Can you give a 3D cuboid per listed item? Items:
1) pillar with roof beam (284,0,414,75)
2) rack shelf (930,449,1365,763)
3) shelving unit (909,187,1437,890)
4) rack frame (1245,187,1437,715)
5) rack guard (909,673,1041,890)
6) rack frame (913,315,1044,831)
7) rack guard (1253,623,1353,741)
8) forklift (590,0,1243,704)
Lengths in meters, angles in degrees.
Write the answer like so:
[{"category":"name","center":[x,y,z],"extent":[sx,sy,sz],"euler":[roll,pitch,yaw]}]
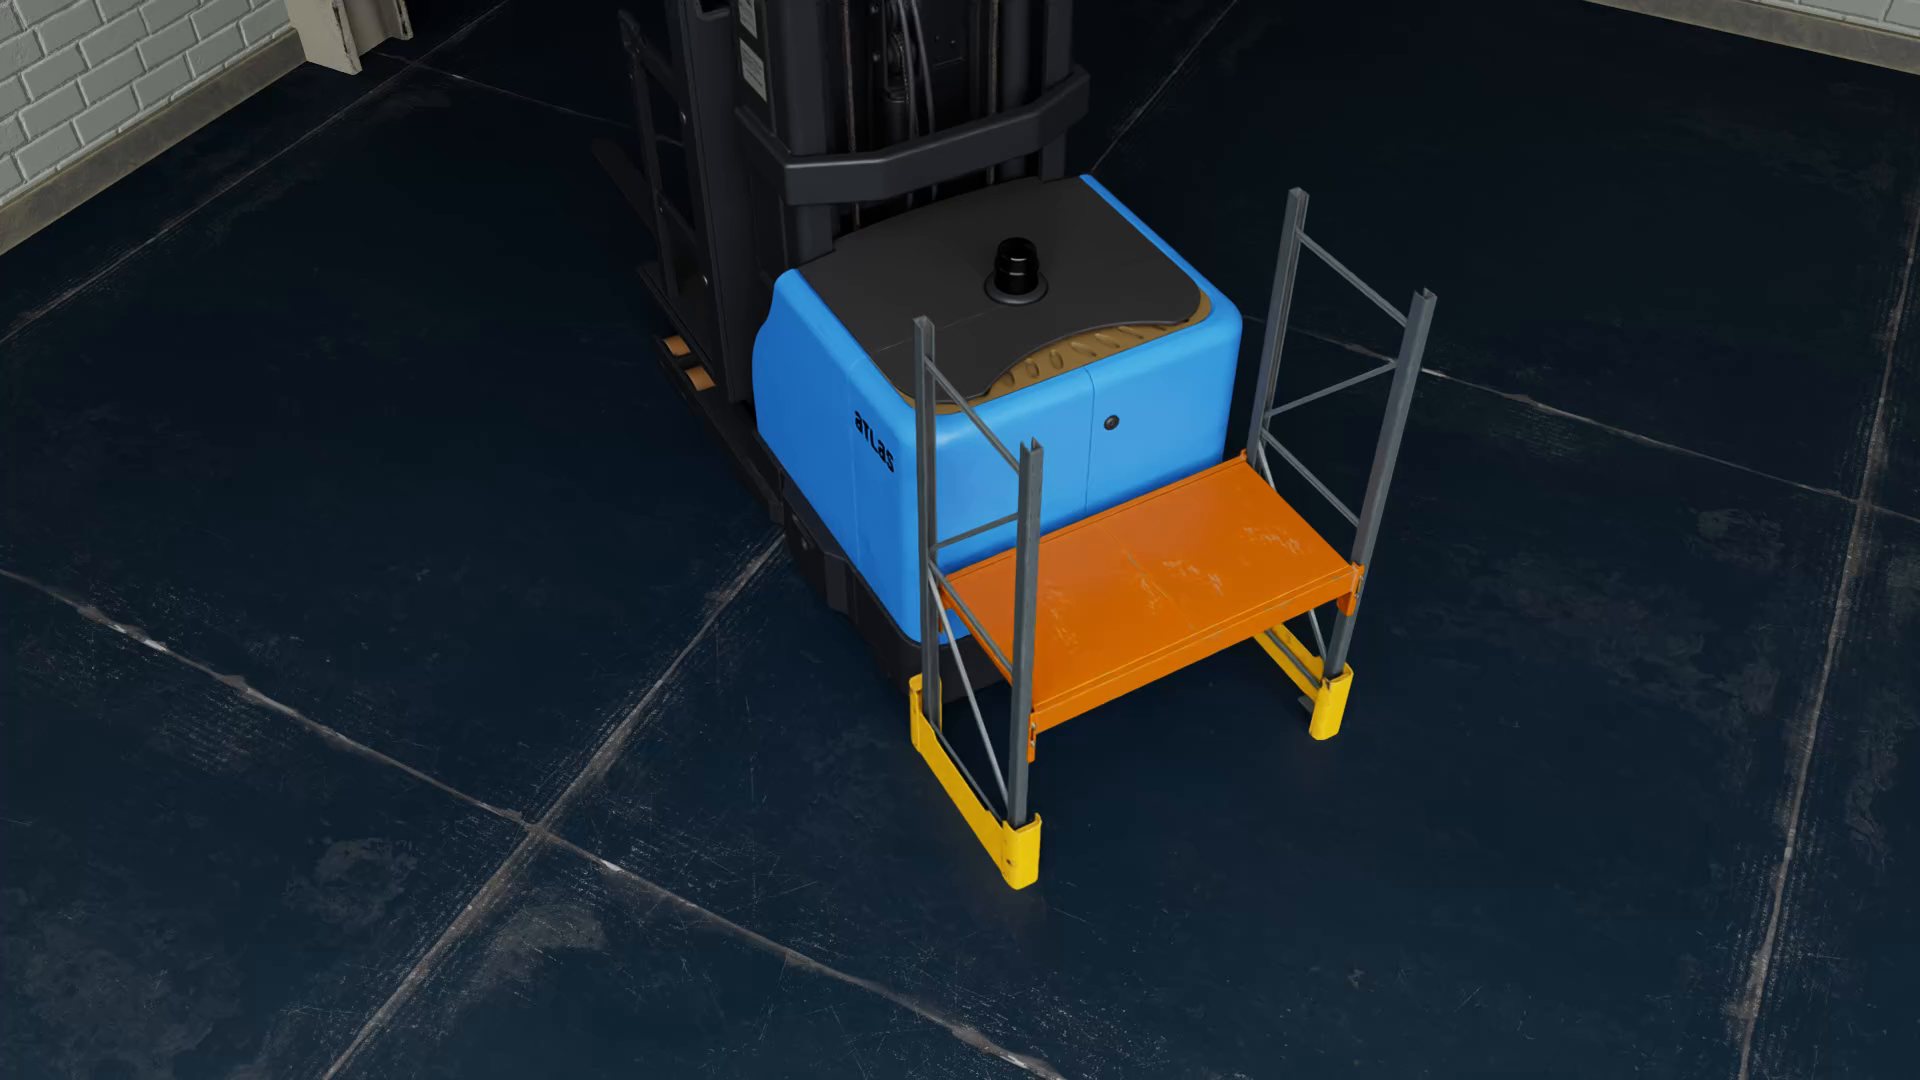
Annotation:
[{"category":"pillar with roof beam","center":[1.126,-3.946,2.823],"extent":[9.100,9.000,0.400],"euler":[20,49,19]},{"category":"rack shelf","center":[0.476,0.145,4.305],"extent":[1.000,0.185,0.538],"euler":[-22,49,-20]},{"category":"shelving unit","center":[0.468,0.022,4.174],"extent":[1.083,1.500,0.587],"euler":[-22,49,-20]},{"category":"rack frame","center":[0.919,-0.158,4.352],"extent":[0.032,1.500,0.500],"euler":[-22,49,-20]},{"category":"rack guard","center":[0.034,0.635,4.447],"extent":[0.087,0.250,0.587],"euler":[-22,49,-20]},{"category":"rack frame","center":[0.033,0.196,4.002],"extent":[0.032,1.500,0.500],"euler":[-22,49,-20]},{"category":"rack guard","center":[0.902,0.288,4.790],"extent":[0.087,0.250,0.587],"euler":[-22,49,-20]},{"category":"forklift","center":[-0.404,-1.607,4.778],"extent":[1.130,2.935,3.031],"euler":[-22,49,-20]}]
